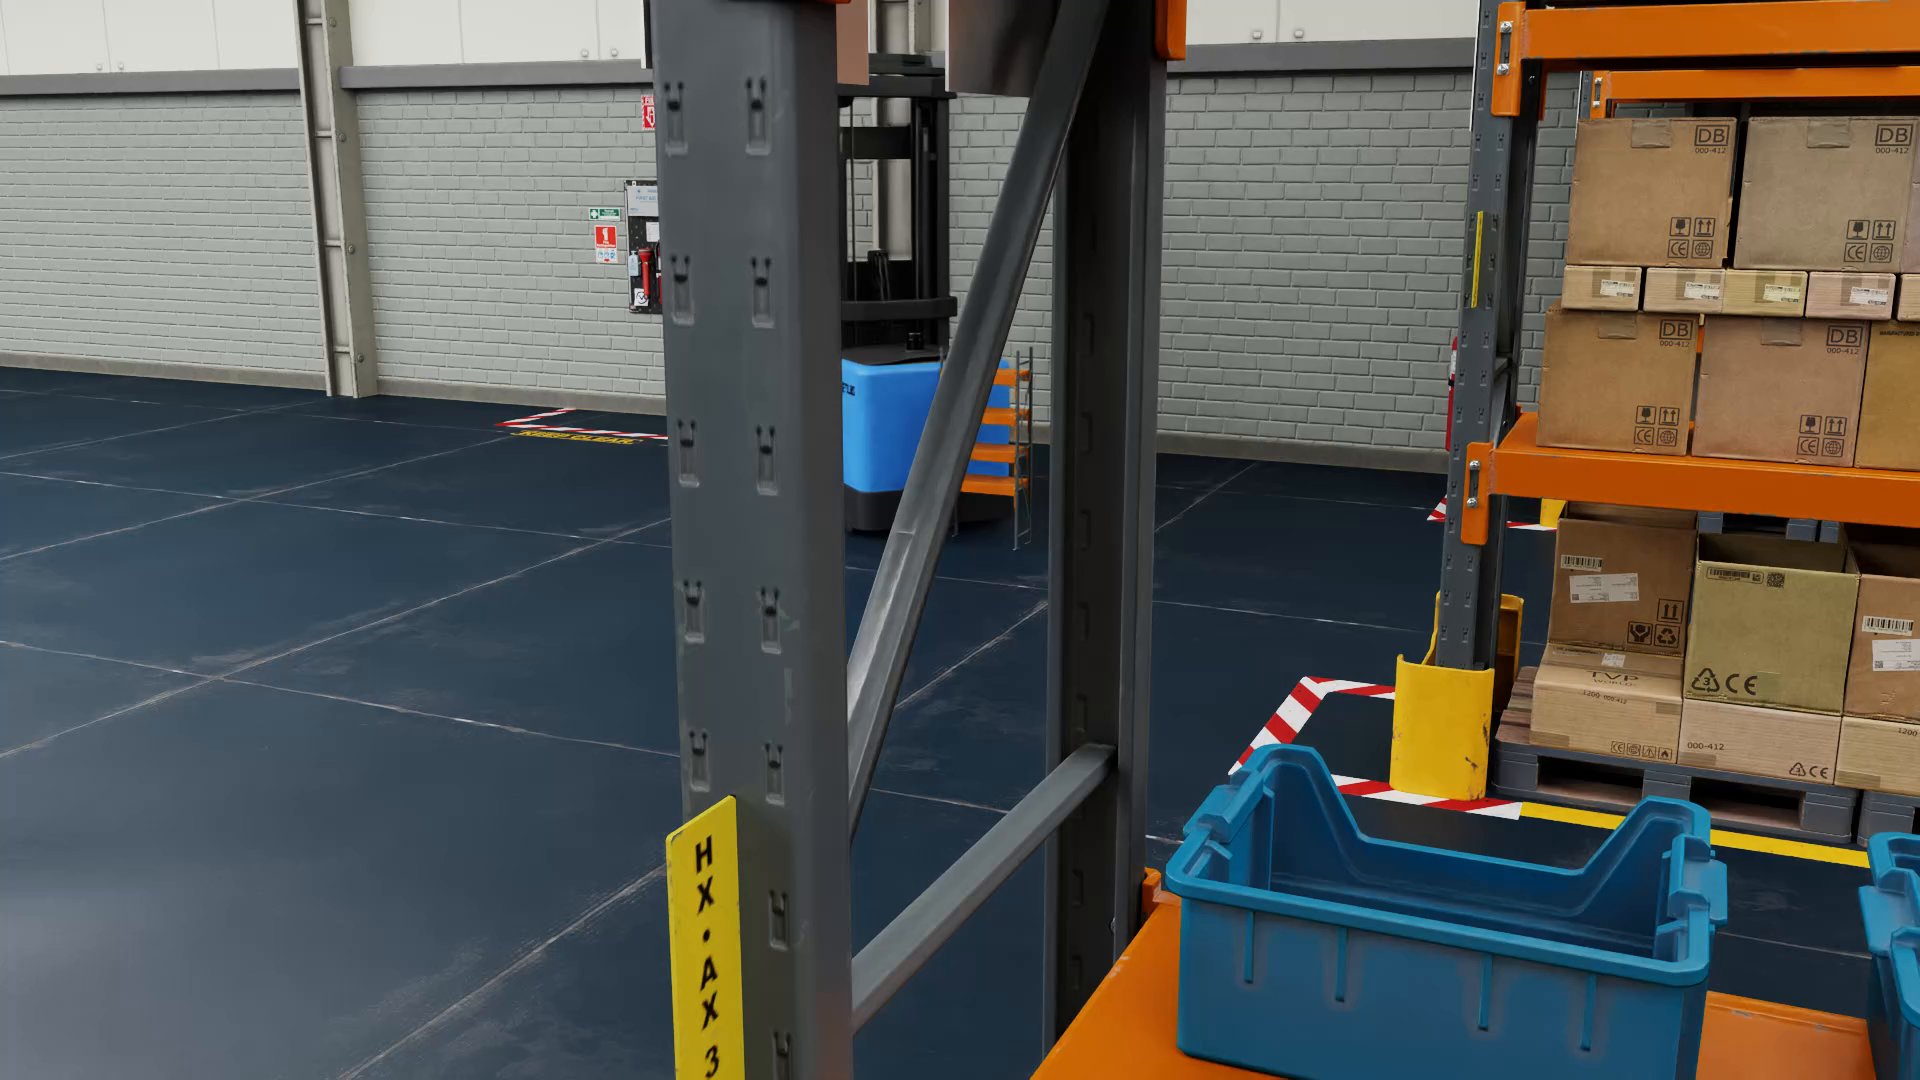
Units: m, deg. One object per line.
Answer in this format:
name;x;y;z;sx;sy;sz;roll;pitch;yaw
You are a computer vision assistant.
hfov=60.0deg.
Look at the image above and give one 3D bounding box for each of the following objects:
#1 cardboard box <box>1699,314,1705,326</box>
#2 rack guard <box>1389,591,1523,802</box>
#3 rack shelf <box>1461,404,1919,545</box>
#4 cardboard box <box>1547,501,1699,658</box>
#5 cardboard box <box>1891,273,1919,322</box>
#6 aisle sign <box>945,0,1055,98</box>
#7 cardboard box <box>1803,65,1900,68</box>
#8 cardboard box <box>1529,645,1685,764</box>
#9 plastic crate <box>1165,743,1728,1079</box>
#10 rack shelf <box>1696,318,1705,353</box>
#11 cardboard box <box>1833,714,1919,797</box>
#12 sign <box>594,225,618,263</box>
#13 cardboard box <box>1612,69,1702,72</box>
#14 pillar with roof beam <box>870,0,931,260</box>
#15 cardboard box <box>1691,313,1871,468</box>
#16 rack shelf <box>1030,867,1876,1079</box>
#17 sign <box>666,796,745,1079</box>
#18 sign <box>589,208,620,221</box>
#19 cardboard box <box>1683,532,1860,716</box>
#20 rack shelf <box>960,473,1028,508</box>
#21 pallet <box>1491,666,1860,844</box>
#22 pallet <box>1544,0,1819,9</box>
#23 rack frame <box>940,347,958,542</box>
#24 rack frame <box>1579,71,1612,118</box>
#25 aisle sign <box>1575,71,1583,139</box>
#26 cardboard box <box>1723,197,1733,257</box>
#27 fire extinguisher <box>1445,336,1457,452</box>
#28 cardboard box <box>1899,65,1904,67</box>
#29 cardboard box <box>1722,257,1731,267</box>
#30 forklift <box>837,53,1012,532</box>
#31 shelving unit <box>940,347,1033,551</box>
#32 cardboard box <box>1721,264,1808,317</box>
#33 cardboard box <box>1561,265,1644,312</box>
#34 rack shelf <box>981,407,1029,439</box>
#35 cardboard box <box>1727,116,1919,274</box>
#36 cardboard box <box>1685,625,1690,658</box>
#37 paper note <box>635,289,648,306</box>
cardboard box;4.341;-1.486;10.305;0.500;0.250;0.500;5;14;22
rack guard;1.999;0.589;6.649;0.348;0.500;1.175;6;14;23
rack shelf;3.849;-0.090;5.648;4.000;0.370;1.077;6;14;23
cardboard box;2.631;0.131;6.588;0.500;0.500;0.500;6;14;23
cardboard box;3.237;-0.813;5.517;0.250;0.149;0.380;5;14;21
aisle sign;0.065;-0.926;1.942;0.004;0.787;0.394;6;14;23
cardboard box;5.181;-2.992;9.609;0.500;0.500;0.500;7;15;26
cardboard box;2.421;0.605;6.211;0.500;0.250;0.500;6;14;23
plastic crate;0.590;0.465;2.032;0.616;0.251;0.499;6;14;23
rack shelf;5.852;-1.125;10.059;4.000;0.370;1.077;6;14;23
cardboard box;3.336;0.697;5.819;0.500;0.250;0.500;6;14;23
sign;-3.180;-2.658;14.939;0.234;0.329;0.001;6;14;23
cardboard box;4.228;-3.096;10.054;0.500;0.500;0.500;6;15;25
pillar with roof beam;-2.216;-4.353;9.108;0.400;9.000;9.100;6;14;23
cardboard box;2.924;-0.581;5.944;0.500;0.500;0.700;6;15;25
rack shelf;1.839;0.944;1.240;4.000;0.370;1.077;6;14;23
sign;-0.216;0.389;1.427;0.005;0.325;0.100;6;14;23
sign;-3.179;-2.914;14.869;0.331;0.109;0.001;6;14;23
cardboard box;2.879;0.286;5.930;0.500;0.500;0.500;6;14;23
rack shelf;0.158;-0.308;10.102;0.480;0.148;0.258;6;14;23
pallet;2.737;0.794;6.408;1.213;0.211;1.003;6;14;23
pallet;2.656;-1.972;5.720;1.213;0.211;1.003;6;14;23
rack frame;-0.066;-0.588;10.136;0.015;1.200;0.240;6;14;23
rack frame;4.024;-1.660;10.765;0.127;3.000;1.000;6;14;23
aisle sign;3.836;-2.870;10.229;0.004;0.787;0.394;6;14;23
cardboard box;4.786;-1.807;10.035;0.500;0.500;0.500;6;14;23
fire extinguisher;2.101;-0.696;6.823;0.183;0.674;0.296;6;14;23
cardboard box;5.434;-3.103;10.083;0.500;0.500;0.500;5;14;21
cardboard box;2.921;-0.947;6.085;0.250;0.149;0.380;6;14;22
forklift;-0.732;-1.768;11.375;1.130;2.935;3.031;-6;14;-23
shelving unit;0.158;-0.566;10.042;0.503;1.200;0.258;6;14;23
cardboard box;2.762;-0.861;5.721;0.250;0.149;0.380;6;14;23
cardboard box;2.292;-0.909;5.922;0.250;0.149;0.380;6;14;23
rack shelf;0.158;-0.719;10.006;0.480;0.148;0.258;6;14;23
cardboard box;2.974;-1.207;5.776;0.500;0.500;0.700;5;14;22
cardboard box;3.093;0.540;6.485;0.500;0.250;0.500;6;14;23
paper note;-2.850;-2.170;14.865;0.142;0.148;0.016;6;14;23
